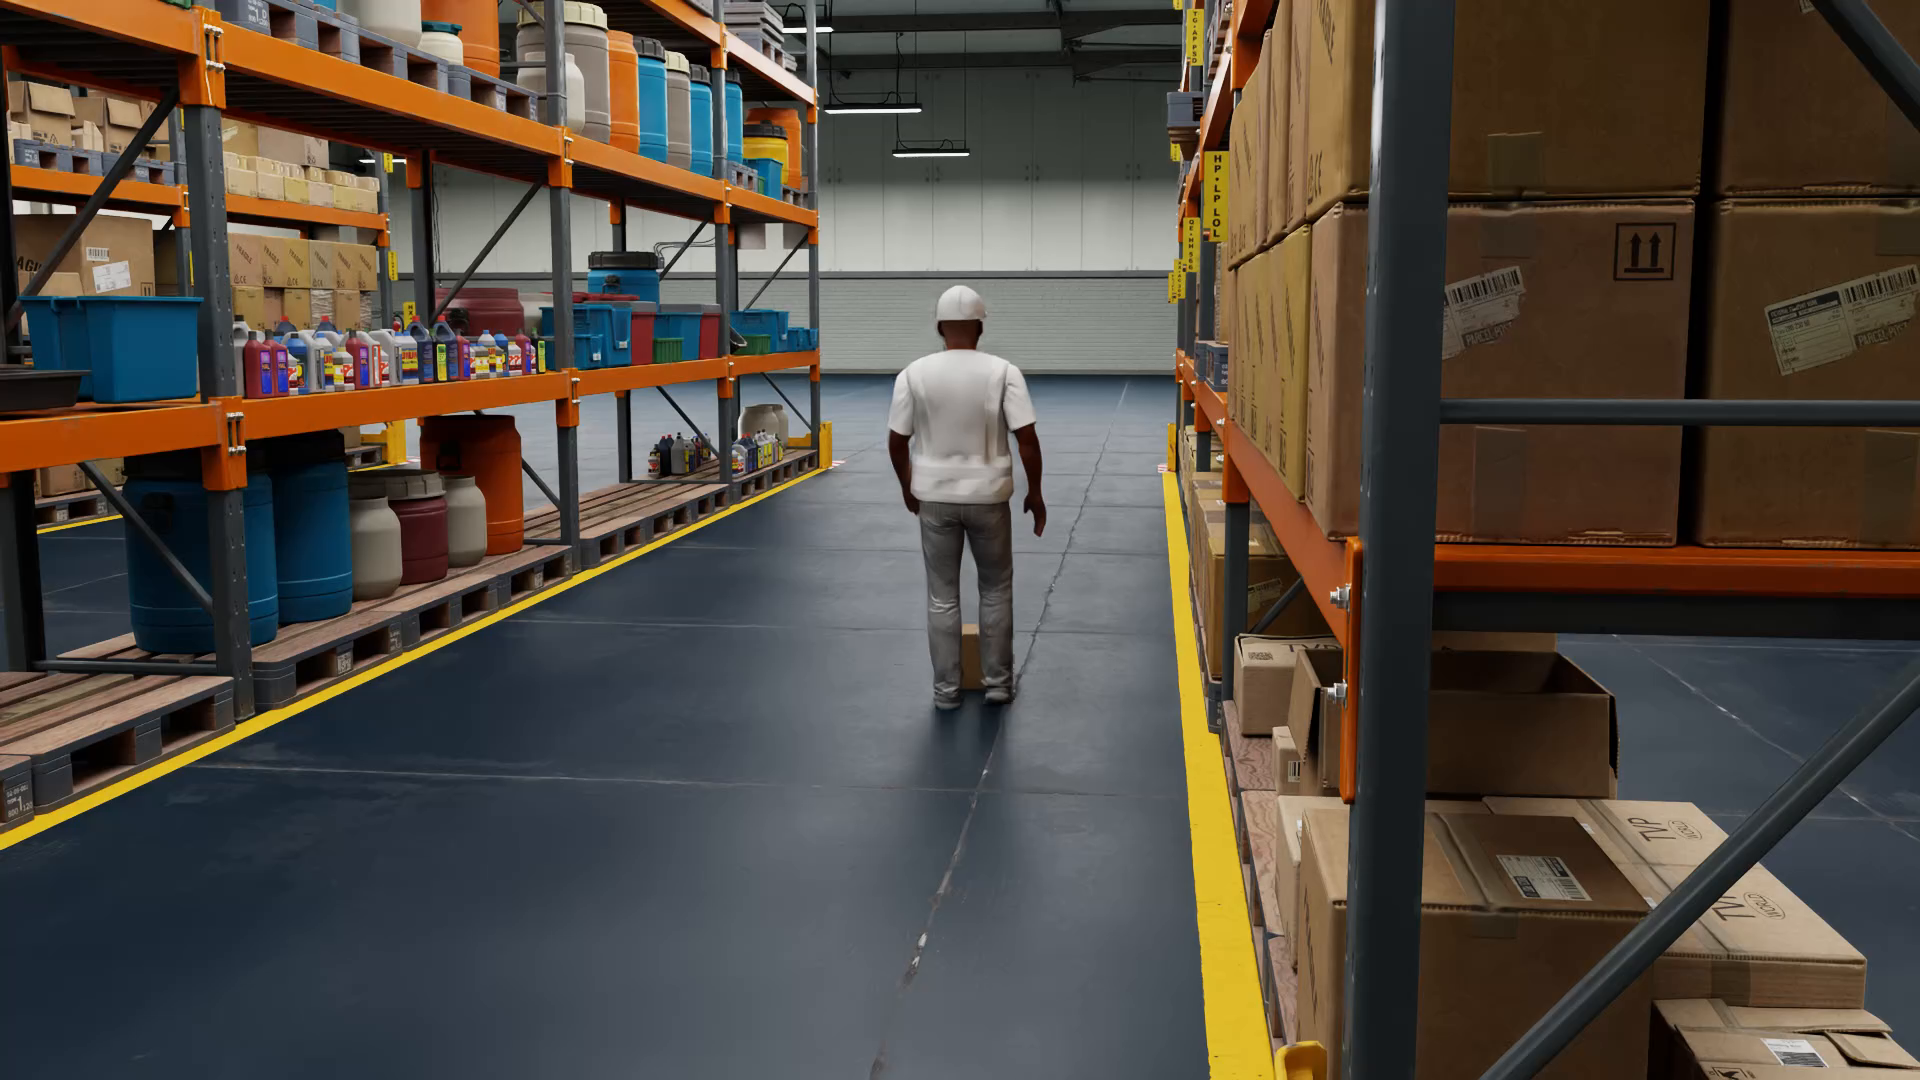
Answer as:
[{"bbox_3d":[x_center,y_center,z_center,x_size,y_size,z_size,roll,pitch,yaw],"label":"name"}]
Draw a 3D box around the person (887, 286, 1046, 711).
[{"bbox_3d":[0.033,-0.133,6.994,0.661,1.848,0.488,0,8,3],"label":"person"}]
